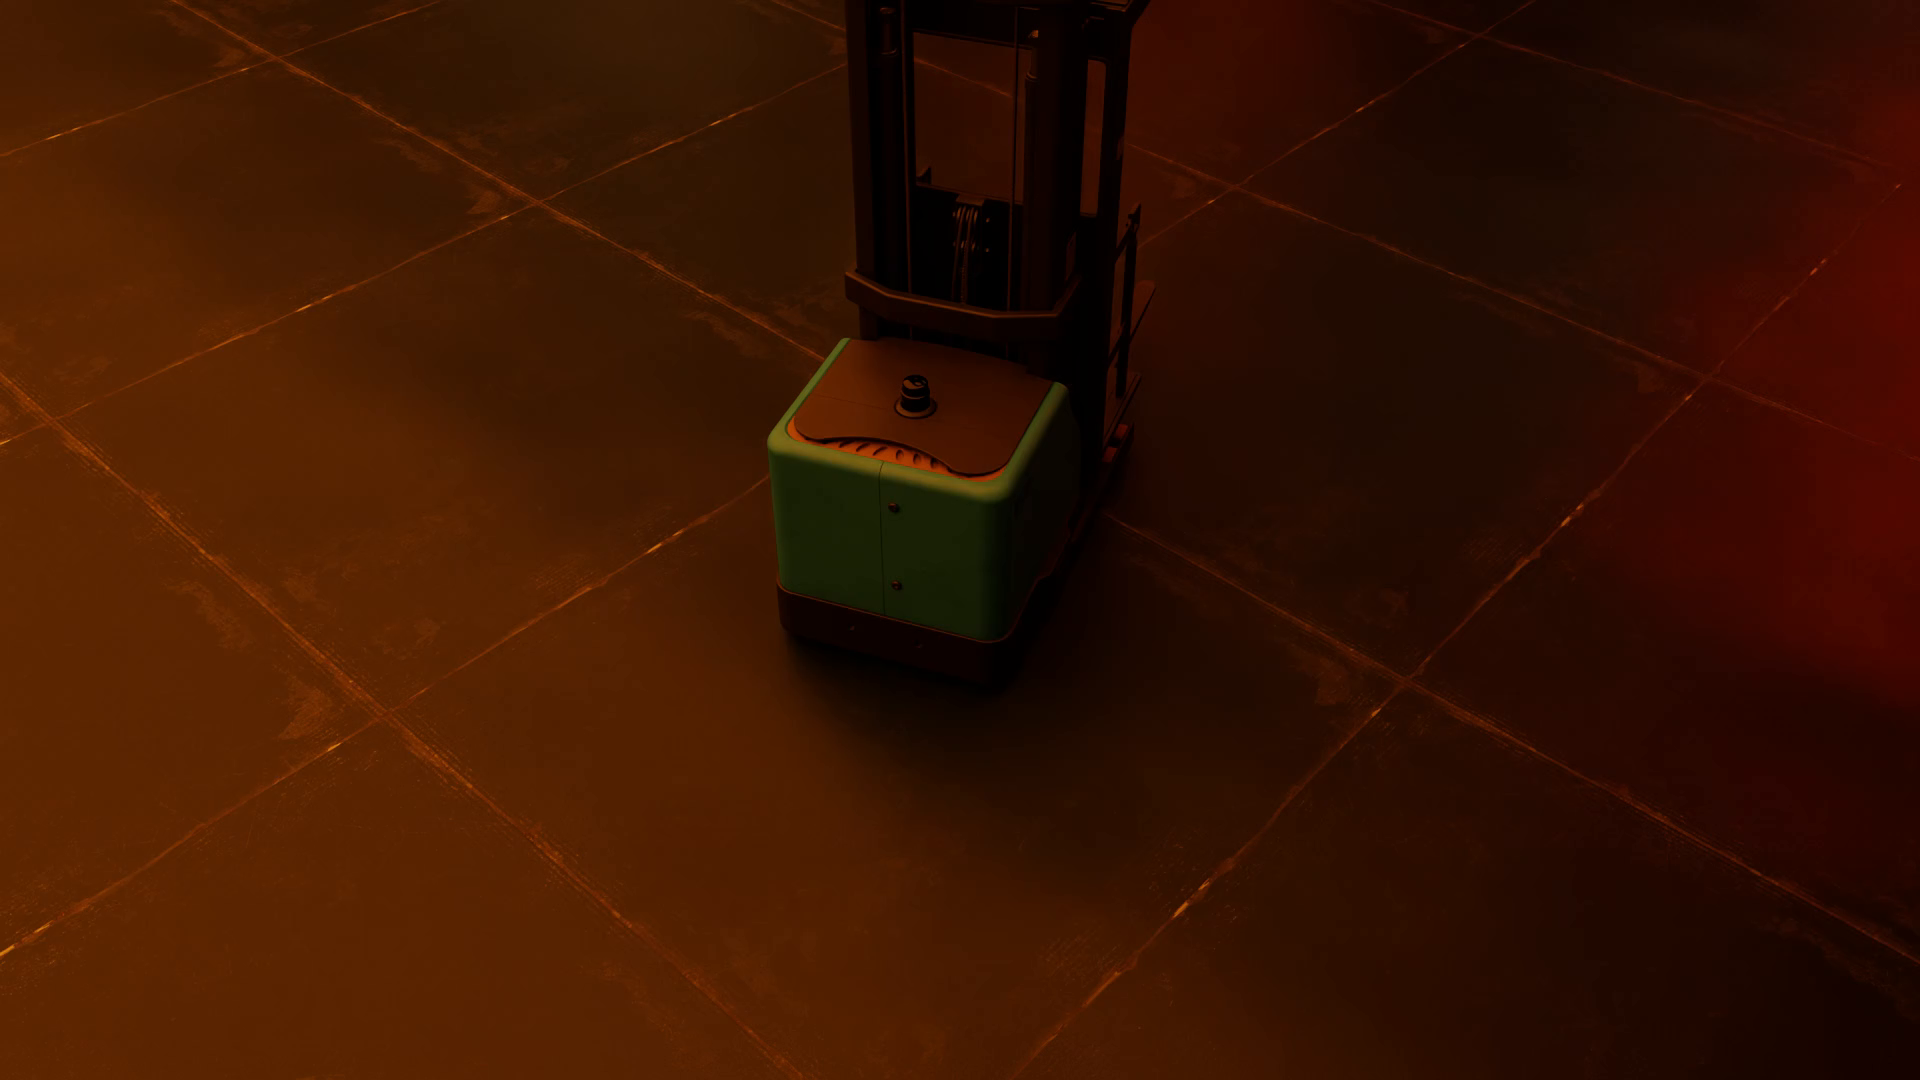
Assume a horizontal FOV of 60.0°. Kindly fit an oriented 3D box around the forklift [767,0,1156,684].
[{"bbox_3d":[0.211,-1.484,7.158,1.130,2.935,3.031,14,42,15],"label":"forklift"}]
